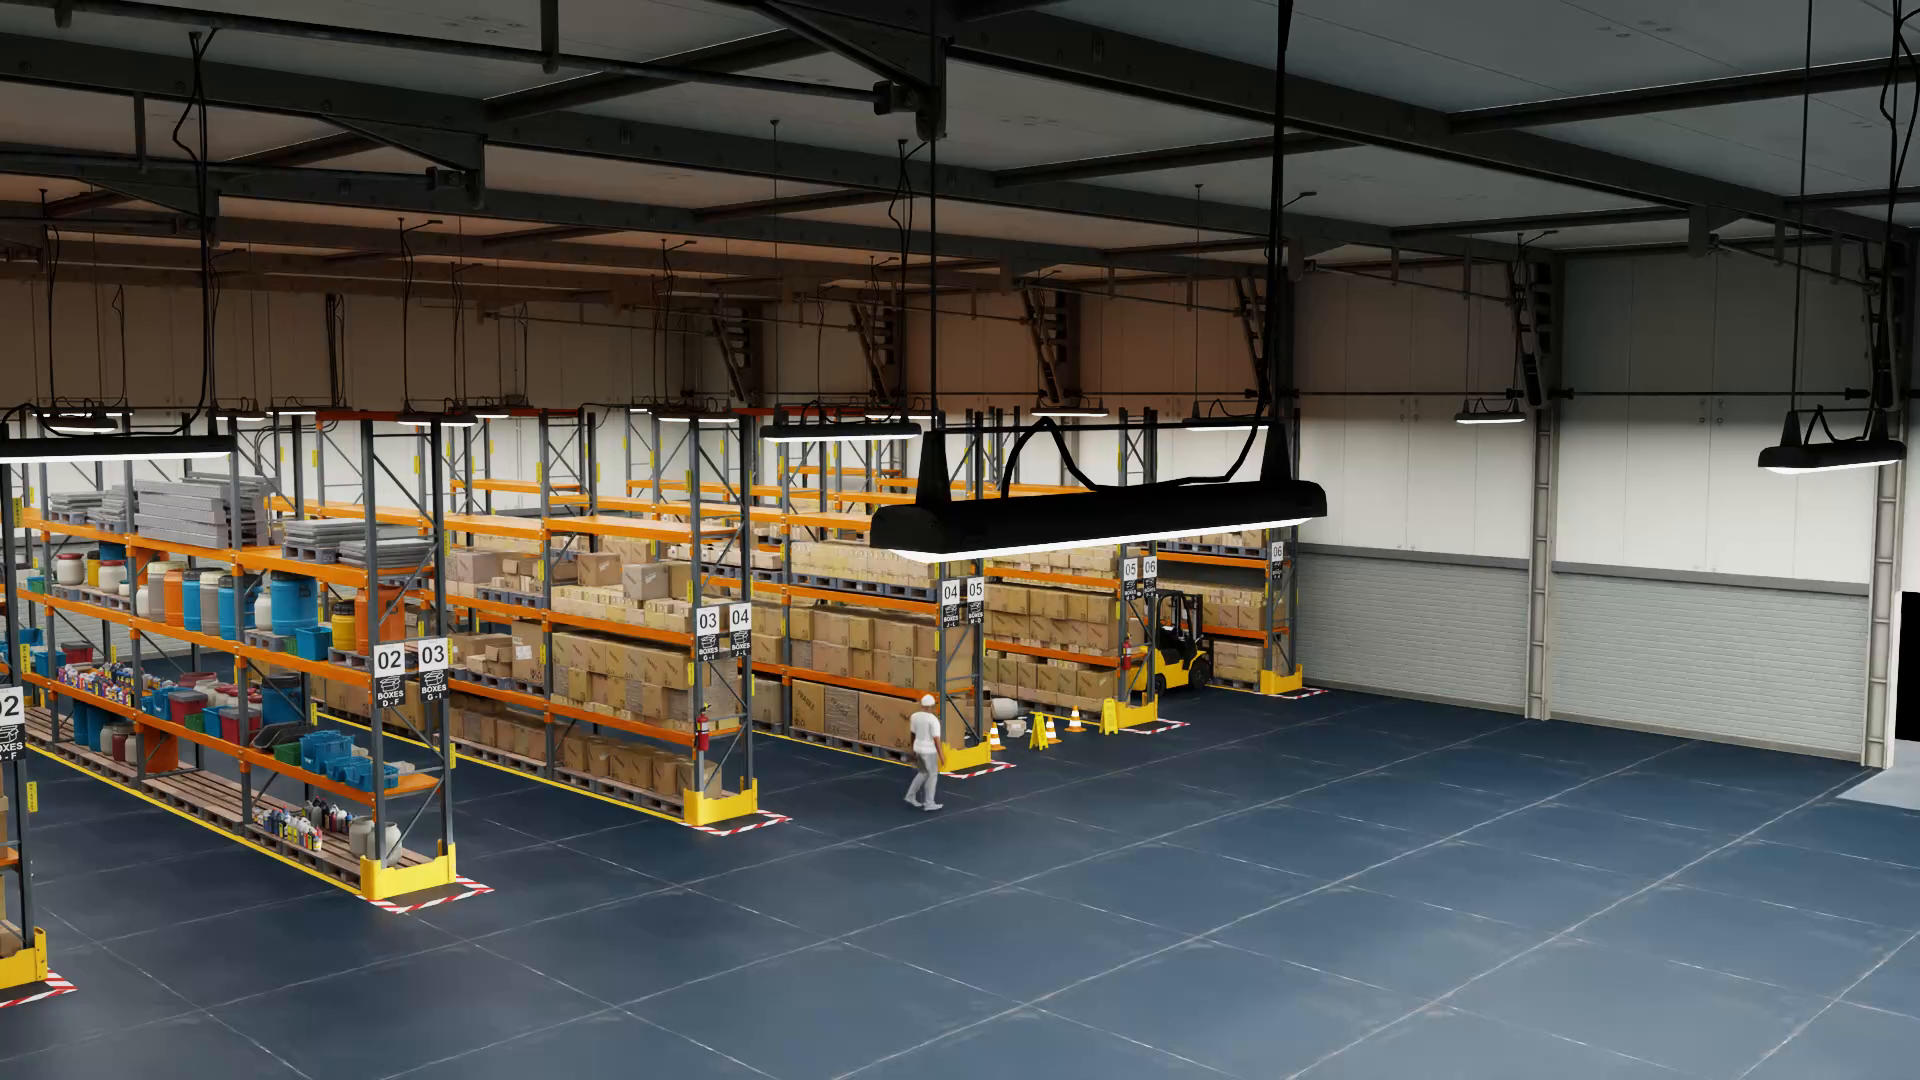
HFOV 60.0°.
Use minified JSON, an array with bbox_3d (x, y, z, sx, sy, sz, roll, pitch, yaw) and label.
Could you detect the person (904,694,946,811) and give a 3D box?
[{"bbox_3d":[-0.517,3.222,25.274,0.492,1.765,0.639,-3,6,-33],"label":"person"}]
